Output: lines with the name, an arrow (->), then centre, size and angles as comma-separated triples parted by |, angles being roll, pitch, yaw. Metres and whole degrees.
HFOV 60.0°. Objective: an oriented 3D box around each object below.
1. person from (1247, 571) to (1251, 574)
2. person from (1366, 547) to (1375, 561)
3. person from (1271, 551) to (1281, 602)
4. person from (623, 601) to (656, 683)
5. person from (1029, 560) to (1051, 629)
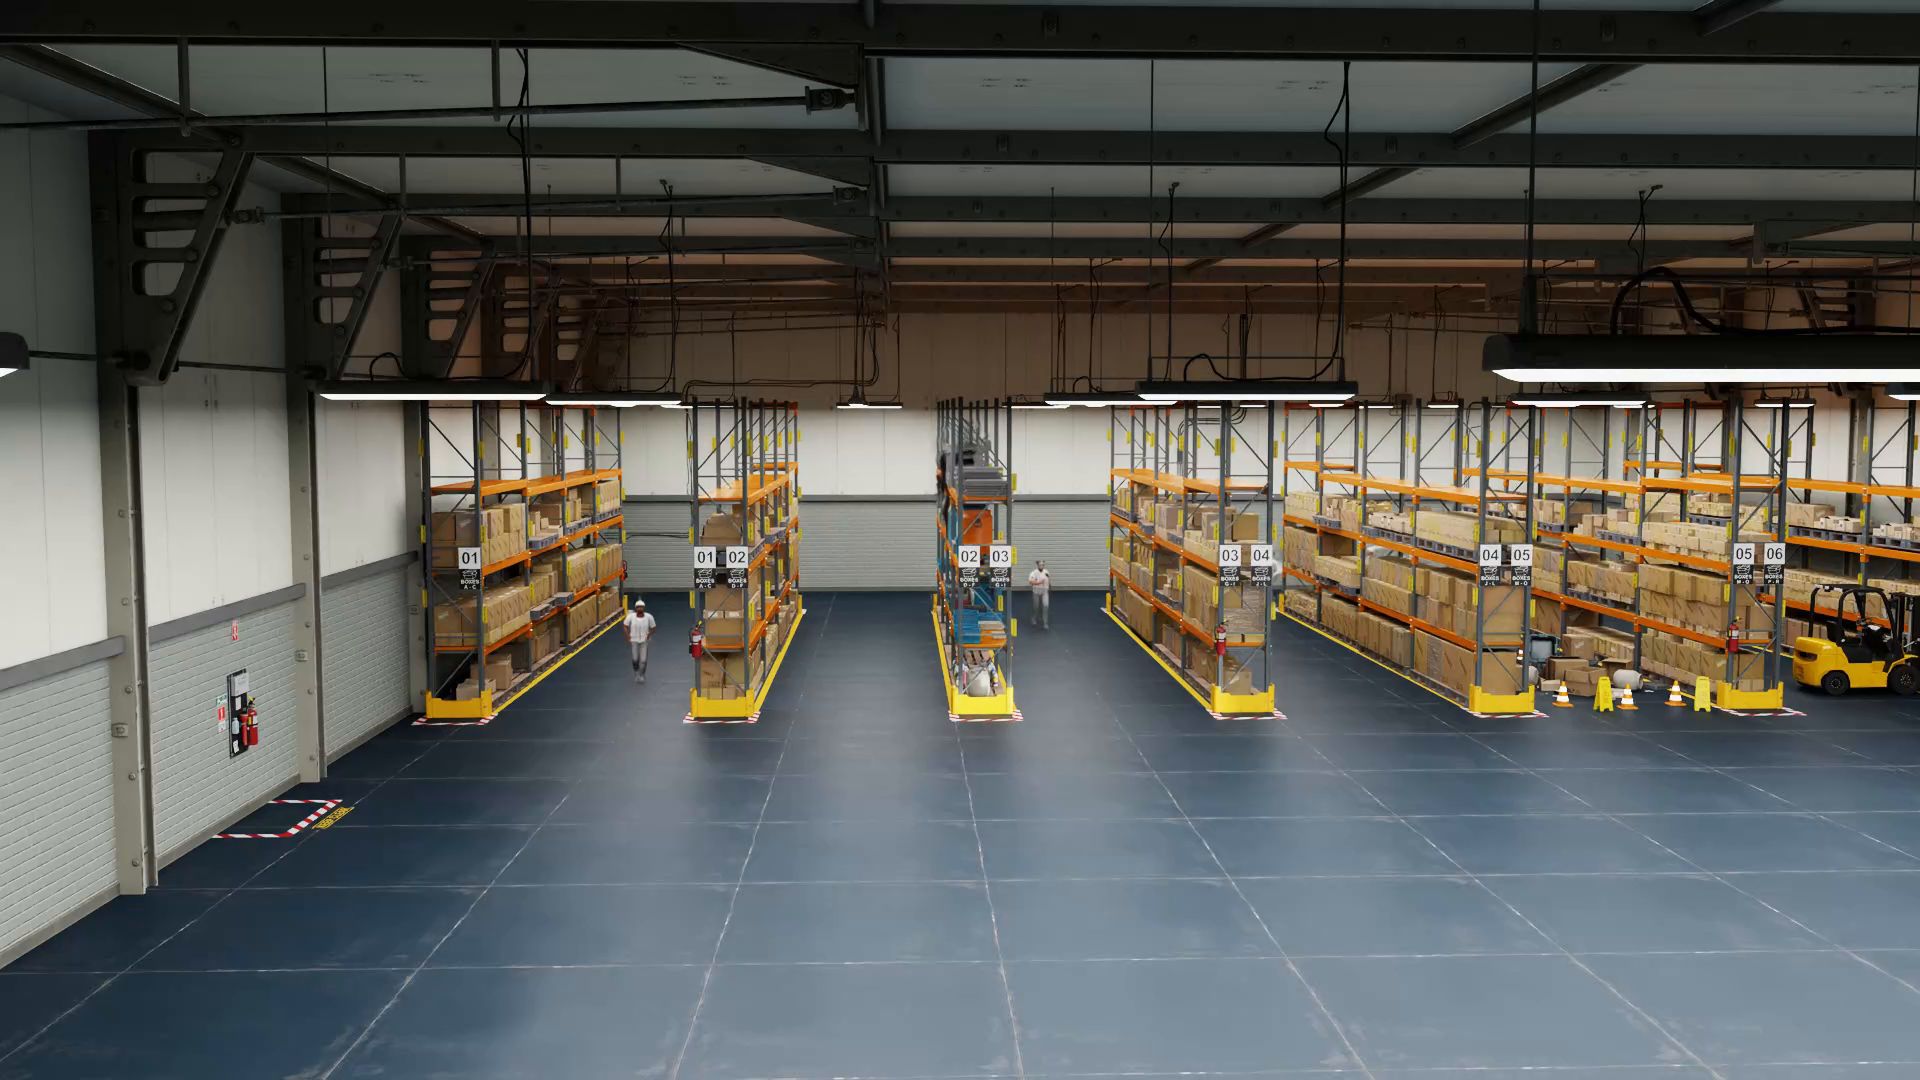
person -> 8.501, 1.217, 48.655 | 0.503, 1.503, 0.668 | -3, 5, -34
person -> 12.189, 1.068, 49.180 | 0.642, 1.751, 0.661 | 0, 4, 1
person -> 9.025, 1.138, 48.695 | 0.532, 1.693, 0.684 | -2, 5, -24
person -> -6.752, 2.151, 35.055 | 0.679, 1.749, 0.534 | -1, 5, -12
person -> 2.111, 1.419, 44.115 | 0.640, 1.820, 0.907 | -1, 5, -16
